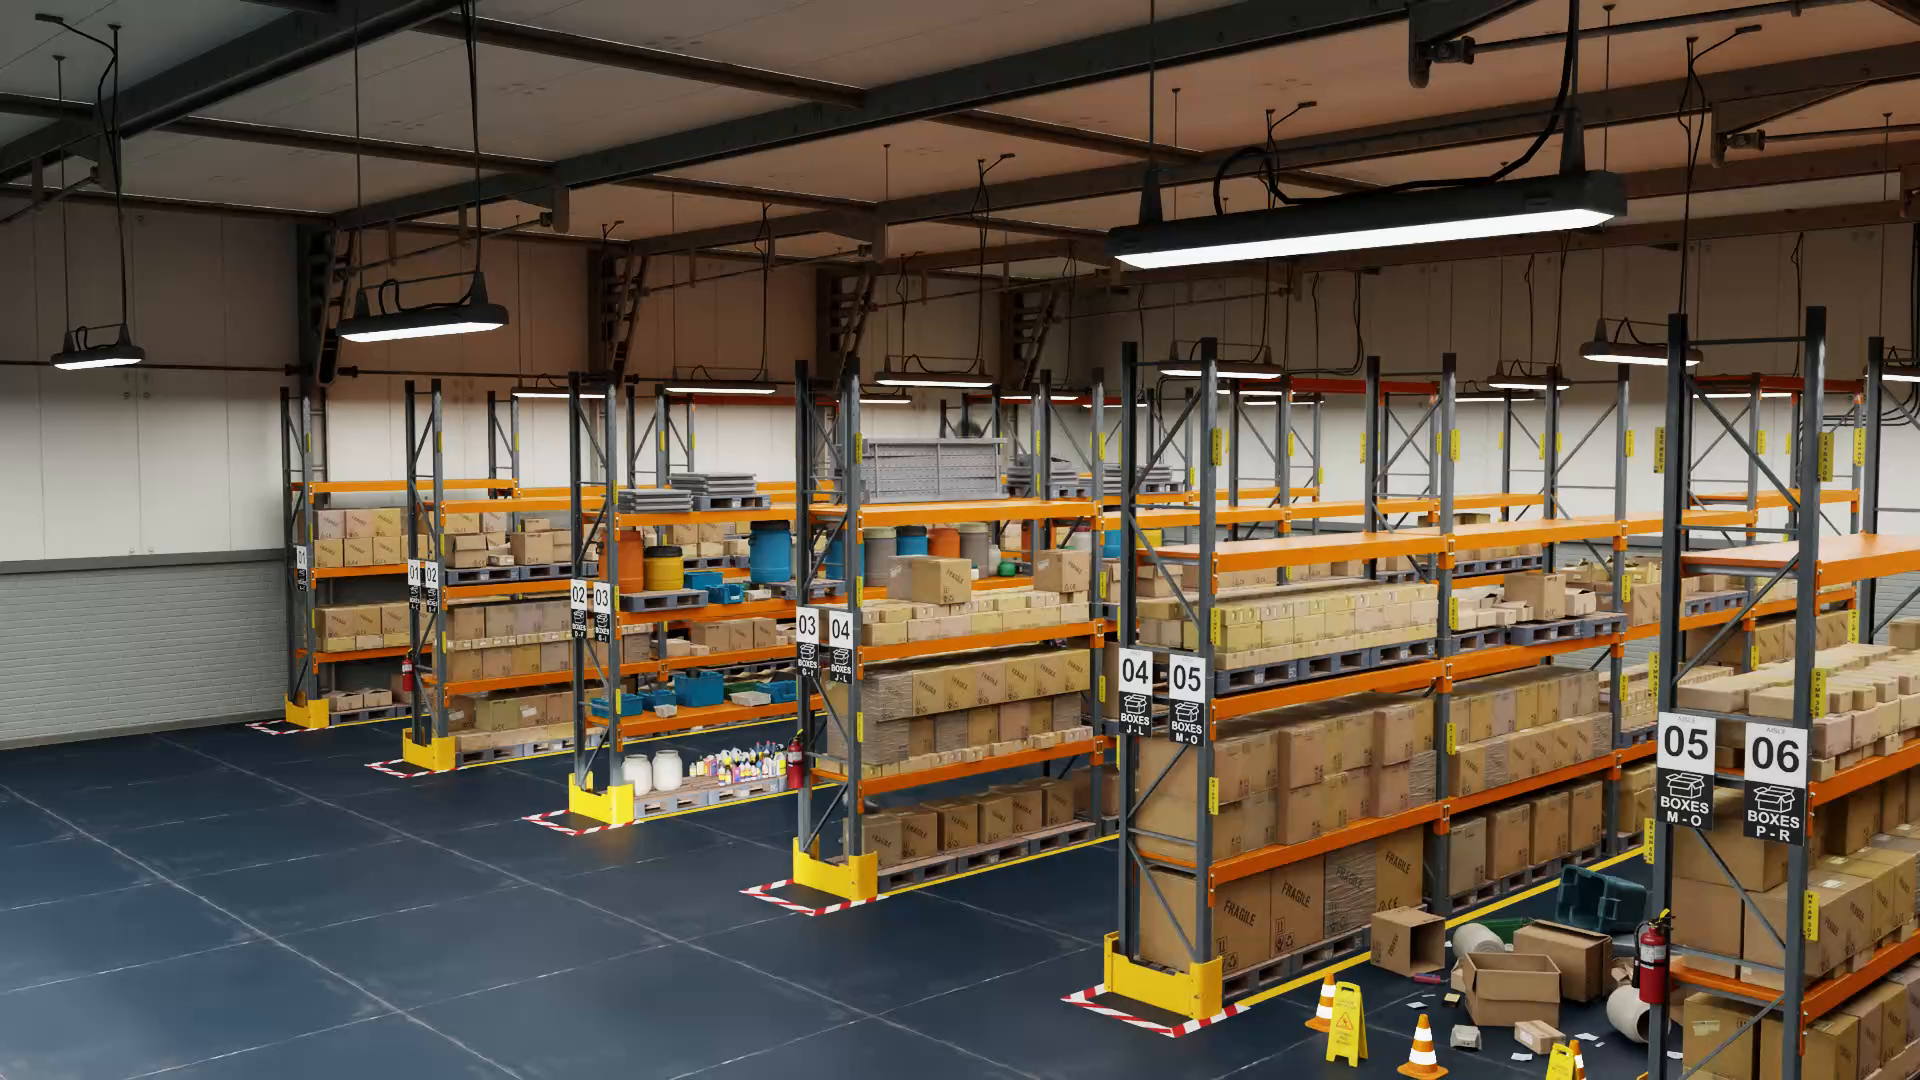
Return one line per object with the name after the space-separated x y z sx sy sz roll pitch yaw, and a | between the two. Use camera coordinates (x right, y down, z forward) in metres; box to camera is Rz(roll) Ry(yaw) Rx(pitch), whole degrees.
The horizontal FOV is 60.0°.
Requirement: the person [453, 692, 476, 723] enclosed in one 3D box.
-8.519 2.477 28.466 0.699 1.739 0.607 3 5 37 | person

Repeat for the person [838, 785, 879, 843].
-1.263 2.929 21.172 0.670 1.755 0.796 3 5 41 | person
